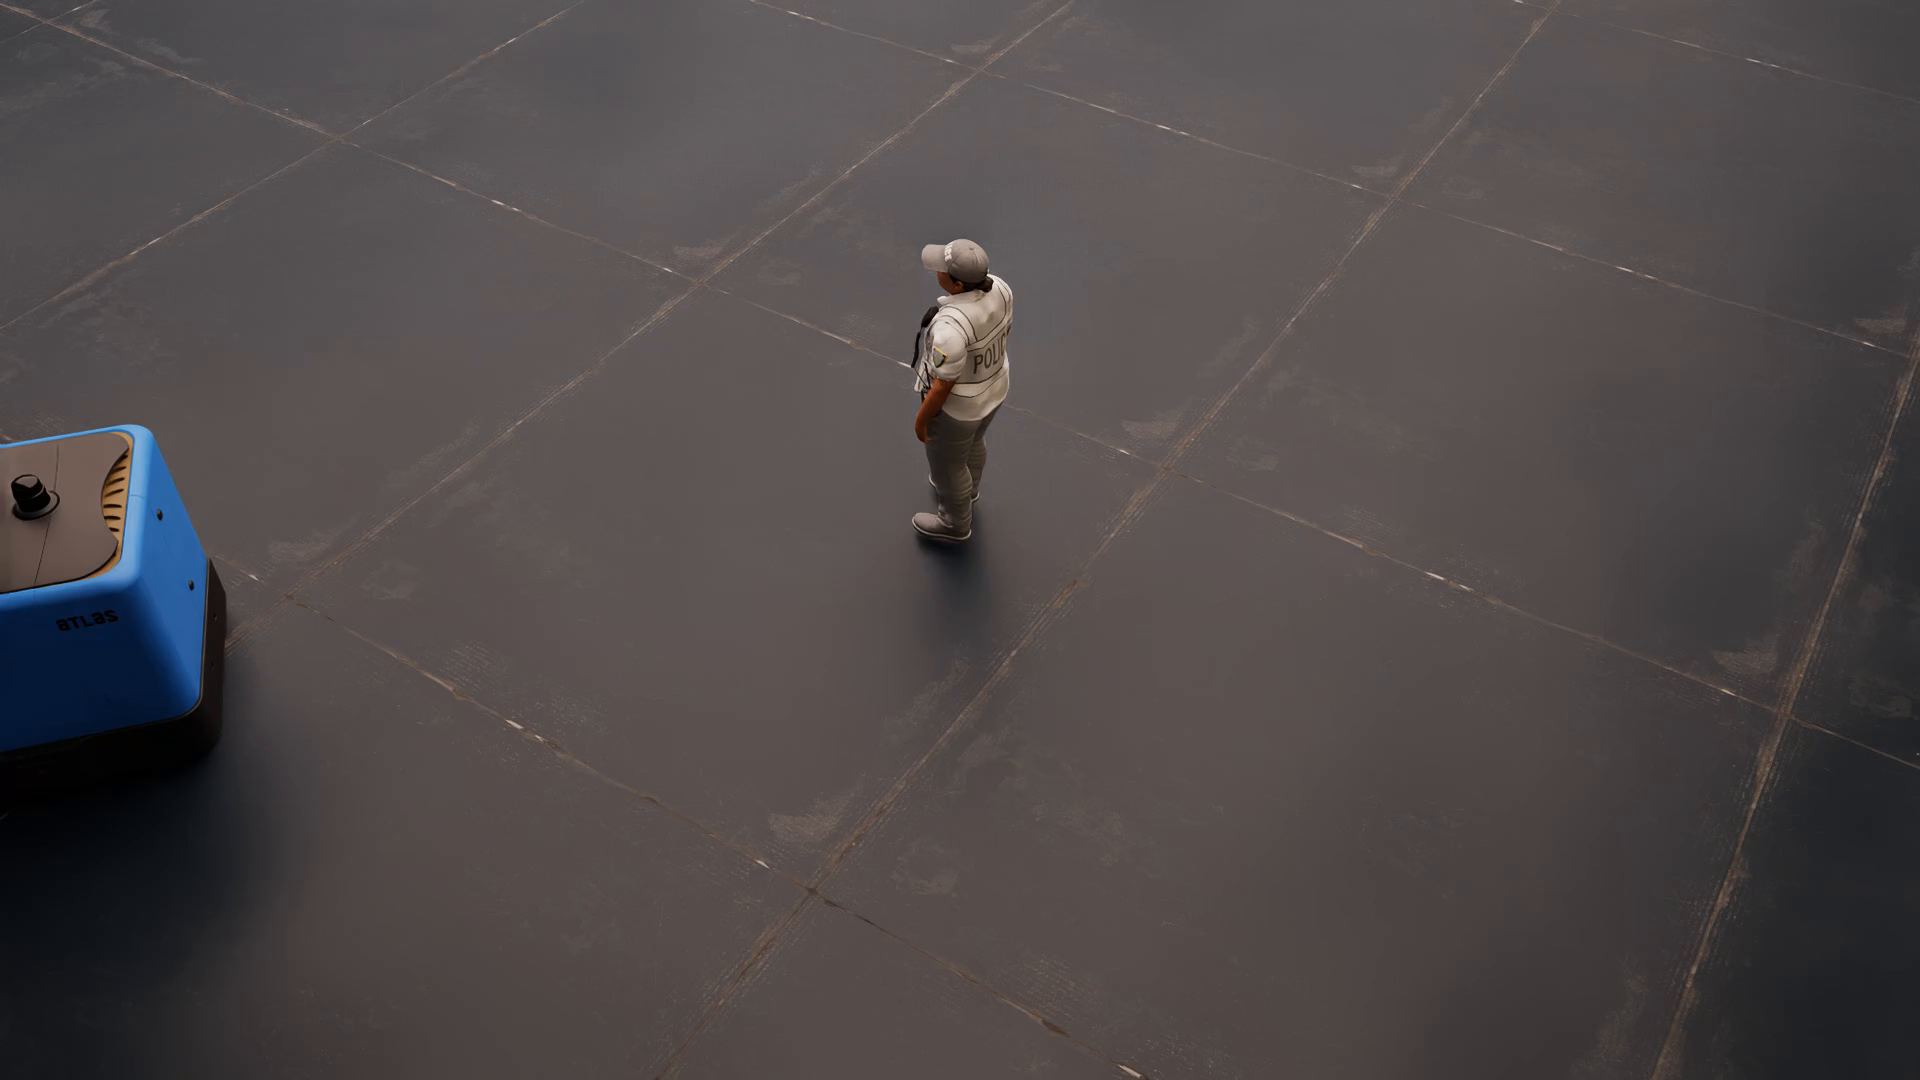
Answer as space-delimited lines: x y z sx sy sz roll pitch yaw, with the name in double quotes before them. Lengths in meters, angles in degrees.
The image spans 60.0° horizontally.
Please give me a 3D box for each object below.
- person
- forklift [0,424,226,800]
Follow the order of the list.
"person" -0.052 -0.680 7.417 0.529 1.670 0.598 24 48 23
"forklift" -4.692 -0.184 6.043 3.031 2.935 1.130 -11 45 -12
